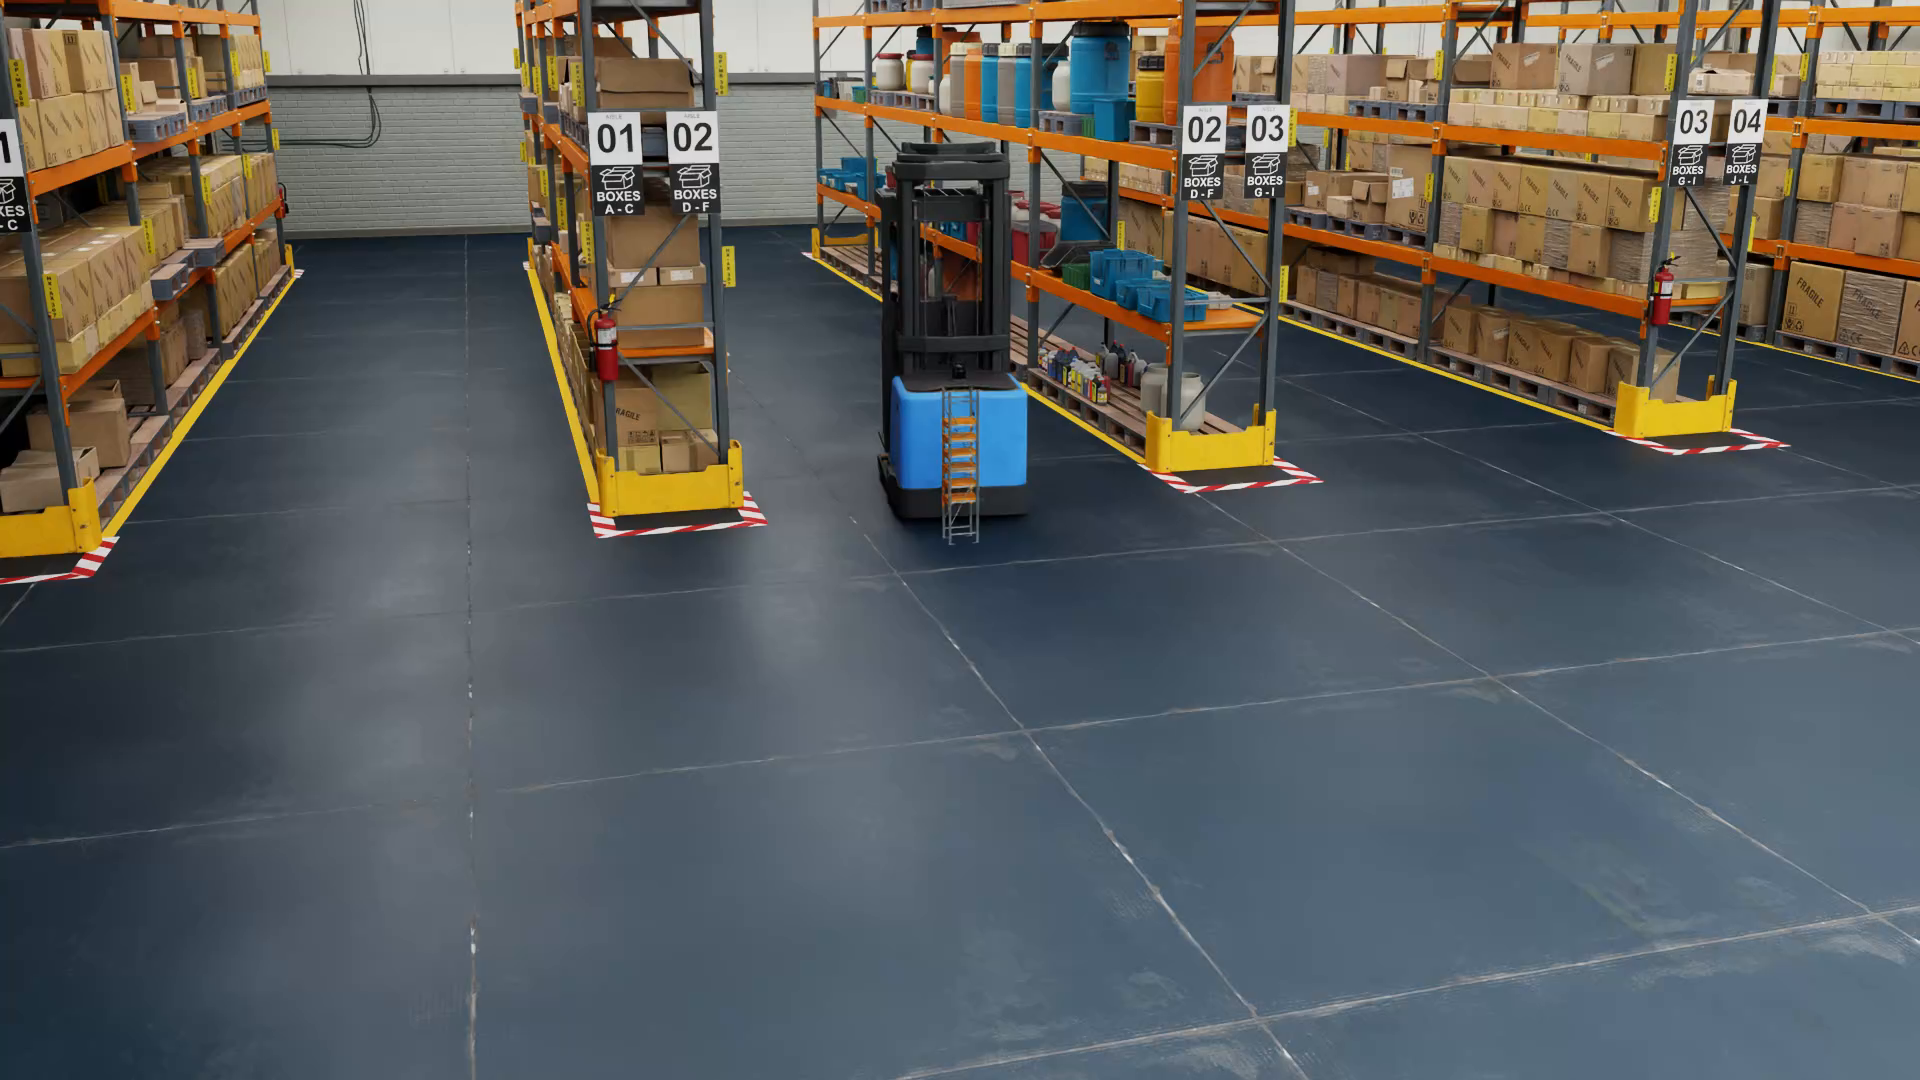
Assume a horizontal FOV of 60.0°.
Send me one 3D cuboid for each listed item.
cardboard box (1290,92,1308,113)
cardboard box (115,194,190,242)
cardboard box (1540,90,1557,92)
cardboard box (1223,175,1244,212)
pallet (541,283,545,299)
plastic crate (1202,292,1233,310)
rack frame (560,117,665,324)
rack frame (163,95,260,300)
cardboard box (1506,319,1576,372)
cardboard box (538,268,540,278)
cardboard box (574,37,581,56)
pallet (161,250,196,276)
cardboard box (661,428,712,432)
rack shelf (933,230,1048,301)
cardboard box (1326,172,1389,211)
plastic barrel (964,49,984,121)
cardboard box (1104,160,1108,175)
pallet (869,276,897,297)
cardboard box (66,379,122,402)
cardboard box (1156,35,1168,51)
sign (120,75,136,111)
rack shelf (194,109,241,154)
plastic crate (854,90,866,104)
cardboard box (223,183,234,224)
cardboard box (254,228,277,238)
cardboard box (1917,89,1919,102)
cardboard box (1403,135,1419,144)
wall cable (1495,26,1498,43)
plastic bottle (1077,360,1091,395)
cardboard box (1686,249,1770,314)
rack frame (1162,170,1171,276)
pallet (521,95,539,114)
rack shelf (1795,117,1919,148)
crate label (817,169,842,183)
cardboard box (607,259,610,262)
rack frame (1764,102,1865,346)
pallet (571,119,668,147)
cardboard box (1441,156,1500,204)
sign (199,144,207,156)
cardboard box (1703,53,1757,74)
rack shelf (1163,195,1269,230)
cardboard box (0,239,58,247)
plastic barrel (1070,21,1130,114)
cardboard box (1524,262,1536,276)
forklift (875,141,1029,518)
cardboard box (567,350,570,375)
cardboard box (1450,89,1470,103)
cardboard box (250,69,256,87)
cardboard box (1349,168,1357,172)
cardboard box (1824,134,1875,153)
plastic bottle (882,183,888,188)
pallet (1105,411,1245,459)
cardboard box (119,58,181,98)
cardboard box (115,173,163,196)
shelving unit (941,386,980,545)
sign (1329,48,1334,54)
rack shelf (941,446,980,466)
[{"bbox_3d":[4.801,-5.931,22.530,0.500,0.250,0.500,-4,17,-14],"label":"cardboard box"},{"bbox_3d":[-9.232,-3.671,19.021,0.700,0.500,0.500,-7,18,-22],"label":"cardboard box"},{"bbox_3d":[6.622,-4.881,18.340,0.380,0.149,0.250,-5,18,-17],"label":"cardboard box"},{"bbox_3d":[4.266,-5.163,24.753,0.500,0.500,0.500,-5,18,-17],"label":"cardboard box"},{"bbox_3d":[-5.896,-3.895,25.553,1.003,0.211,1.213,-5,17,-15],"label":"pallet"},{"bbox_3d":[2.417,-2.259,15.716,0.298,0.136,0.250,-5,17,-15],"label":"plastic crate"},{"bbox_3d":[-3.510,-2.828,17.153,1.000,3.000,0.127,-5,17,-15],"label":"rack frame"},{"bbox_3d":[-10.470,-4.648,23.212,1.000,3.000,0.127,-5,17,-15],"label":"rack frame"},{"bbox_3d":[6.499,-2.177,18.600,0.500,0.500,0.500,-6,18,-20],"label":"cardboard box"},{"bbox_3d":[-6.298,-4.120,25.646,0.380,0.149,0.250,-5,17,-15],"label":"cardboard box"},{"bbox_3d":[-3.820,-5.082,17.671,0.500,0.500,0.500,-3,17,-10],"label":"cardboard box"},{"bbox_3d":[-8.787,-2.906,17.744,1.003,0.211,1.213,-5,17,-15],"label":"pallet"},{"bbox_3d":[-2.485,-0.910,14.816,0.500,0.250,0.500,-5,17,-15],"label":"cardboard box"},{"bbox_3d":[0.704,-3.427,20.398,1.077,0.370,4.000,-5,17,-15],"label":"rack shelf"},{"bbox_3d":[5.353,-4.673,22.391,0.700,0.500,0.500,-2,17,-7],"label":"cardboard box"},{"bbox_3d":[0.351,-5.542,20.227,0.600,0.830,0.708,-5,17,-15],"label":"plastic barrel"},{"bbox_3d":[2.875,-6.563,29.332,0.500,0.250,0.500,-5,18,-17],"label":"cardboard box"},{"bbox_3d":[-0.773,-3.879,25.499,1.003,0.211,1.213,-5,17,-15],"label":"pallet"},{"bbox_3d":[-7.948,-1.165,15.196,0.500,0.500,0.500,-6,18,-19],"label":"cardboard box"},{"bbox_3d":[3.565,-8.176,27.362,0.500,0.250,0.500,-6,18,-19],"label":"cardboard box"},{"bbox_3d":[-7.752,-4.164,15.489,0.100,0.325,0.005,-5,17,-15],"label":"sign"},{"bbox_3d":[-9.920,-5.187,21.042,1.077,0.370,4.000,-5,17,-15],"label":"rack shelf"},{"bbox_3d":[-1.352,-6.860,25.729,0.450,0.188,0.662,-5,17,-15],"label":"plastic crate"},{"bbox_3d":[-9.679,-4.323,21.403,0.500,0.500,0.500,-4,17,-14],"label":"cardboard box"},{"bbox_3d":[-11.070,-4.862,26.413,0.380,0.149,0.250,-5,17,-16],"label":"cardboard box"},{"bbox_3d":[11.004,-4.991,18.673,0.380,0.149,0.250,-4,17,-15],"label":"cardboard box"},{"bbox_3d":[8.078,-7.108,28.971,0.500,0.500,0.500,-5,18,-17],"label":"cardboard box"},{"bbox_3d":[13.825,-12.424,38.604,2.988,3.039,0.133,-5,17,-15],"label":"wall cable"},{"bbox_3d":[1.297,-1.683,17.182,0.144,0.351,0.185,-4,17,-13],"label":"plastic bottle"},{"bbox_3d":[10.295,-3.530,22.669,1.050,0.750,0.750,-5,17,-15],"label":"cardboard box"},{"bbox_3d":[3.818,-5.823,27.123,1.000,3.000,0.127,-5,17,-15],"label":"rack frame"},{"bbox_3d":[-5.308,-5.915,22.542,1.213,0.211,1.003,-5,17,-15],"label":"pallet"},{"bbox_3d":[11.363,-4.513,18.799,1.077,0.370,4.000,-5,17,-15],"label":"rack shelf"},{"bbox_3d":[-2.292,-6.392,29.204,0.416,0.233,0.303,-5,17,-15],"label":"crate label"},{"bbox_3d":[-2.842,-2.314,14.139,0.380,0.149,0.250,-5,17,-16],"label":"cardboard box"},{"bbox_3d":[10.813,-3.974,20.969,1.000,3.000,0.127,-5,17,-15],"label":"rack frame"},{"bbox_3d":[-2.919,-3.651,14.834,1.003,0.211,1.213,-5,17,-15],"label":"pallet"},{"bbox_3d":[5.896,-4.135,19.074,0.500,0.500,0.500,-5,17,-15],"label":"cardboard box"},{"bbox_3d":[-12.105,-6.165,26.619,0.100,0.325,0.005,-5,17,-15],"label":"sign"},{"bbox_3d":[10.461,-6.356,22.604,0.500,0.500,0.500,-5,17,-15],"label":"cardboard box"},{"bbox_3d":[4.367,-4.925,25.385,1.077,0.370,4.000,-5,17,-15],"label":"rack shelf"},{"bbox_3d":[-8.073,-2.304,14.331,0.500,0.500,0.500,-4,17,-14],"label":"cardboard box"},{"bbox_3d":[1.425,-4.813,16.944,0.600,0.901,0.708,-5,17,-15],"label":"plastic barrel"},{"bbox_3d":[6.324,-2.927,17.919,0.380,0.149,0.250,-5,17,-15],"label":"cardboard box"},{"bbox_3d":[-0.145,-1.955,14.367,1.130,2.935,3.031,-2,17,-7],"label":"forklift"},{"bbox_3d":[-4.040,-1.944,18.260,0.500,0.250,0.500,-5,17,-16],"label":"cardboard box"},{"bbox_3d":[5.809,-5.052,18.909,0.380,0.149,0.250,-5,17,-17],"label":"cardboard box"},{"bbox_3d":[-10.821,-6.899,24.849,0.500,0.250,0.500,-5,18,-17],"label":"cardboard box"},{"bbox_3d":[7.421,-6.912,31.185,0.380,0.149,0.250,-5,17,-17],"label":"cardboard box"},{"bbox_3d":[14.052,-6.149,26.297,0.500,0.500,0.500,-5,17,-17],"label":"cardboard box"},{"bbox_3d":[-1.148,-5.274,25.380,0.144,0.351,0.185,-5,17,-15],"label":"plastic bottle"},{"bbox_3d":[2.069,-1.019,15.978,1.003,0.211,1.213,-5,17,-15],"label":"pallet"},{"bbox_3d":[-9.755,-5.509,19.925,0.700,0.500,0.500,-6,18,-18],"label":"cardboard box"},{"bbox_3d":[-9.745,-4.206,19.710,0.500,0.250,0.500,-4,17,-14],"label":"cardboard box"},{"bbox_3d":[0.004,-0.571,12.766,0.258,1.200,0.189,-5,17,-15],"label":"shelving unit"},{"bbox_3d":[6.994,-9.106,31.319,0.100,0.325,0.005,-5,17,-15],"label":"sign"},{"bbox_3d":[0.004,-0.643,12.744,0.258,0.103,0.180,-5,17,-15],"label":"rack shelf"}]
